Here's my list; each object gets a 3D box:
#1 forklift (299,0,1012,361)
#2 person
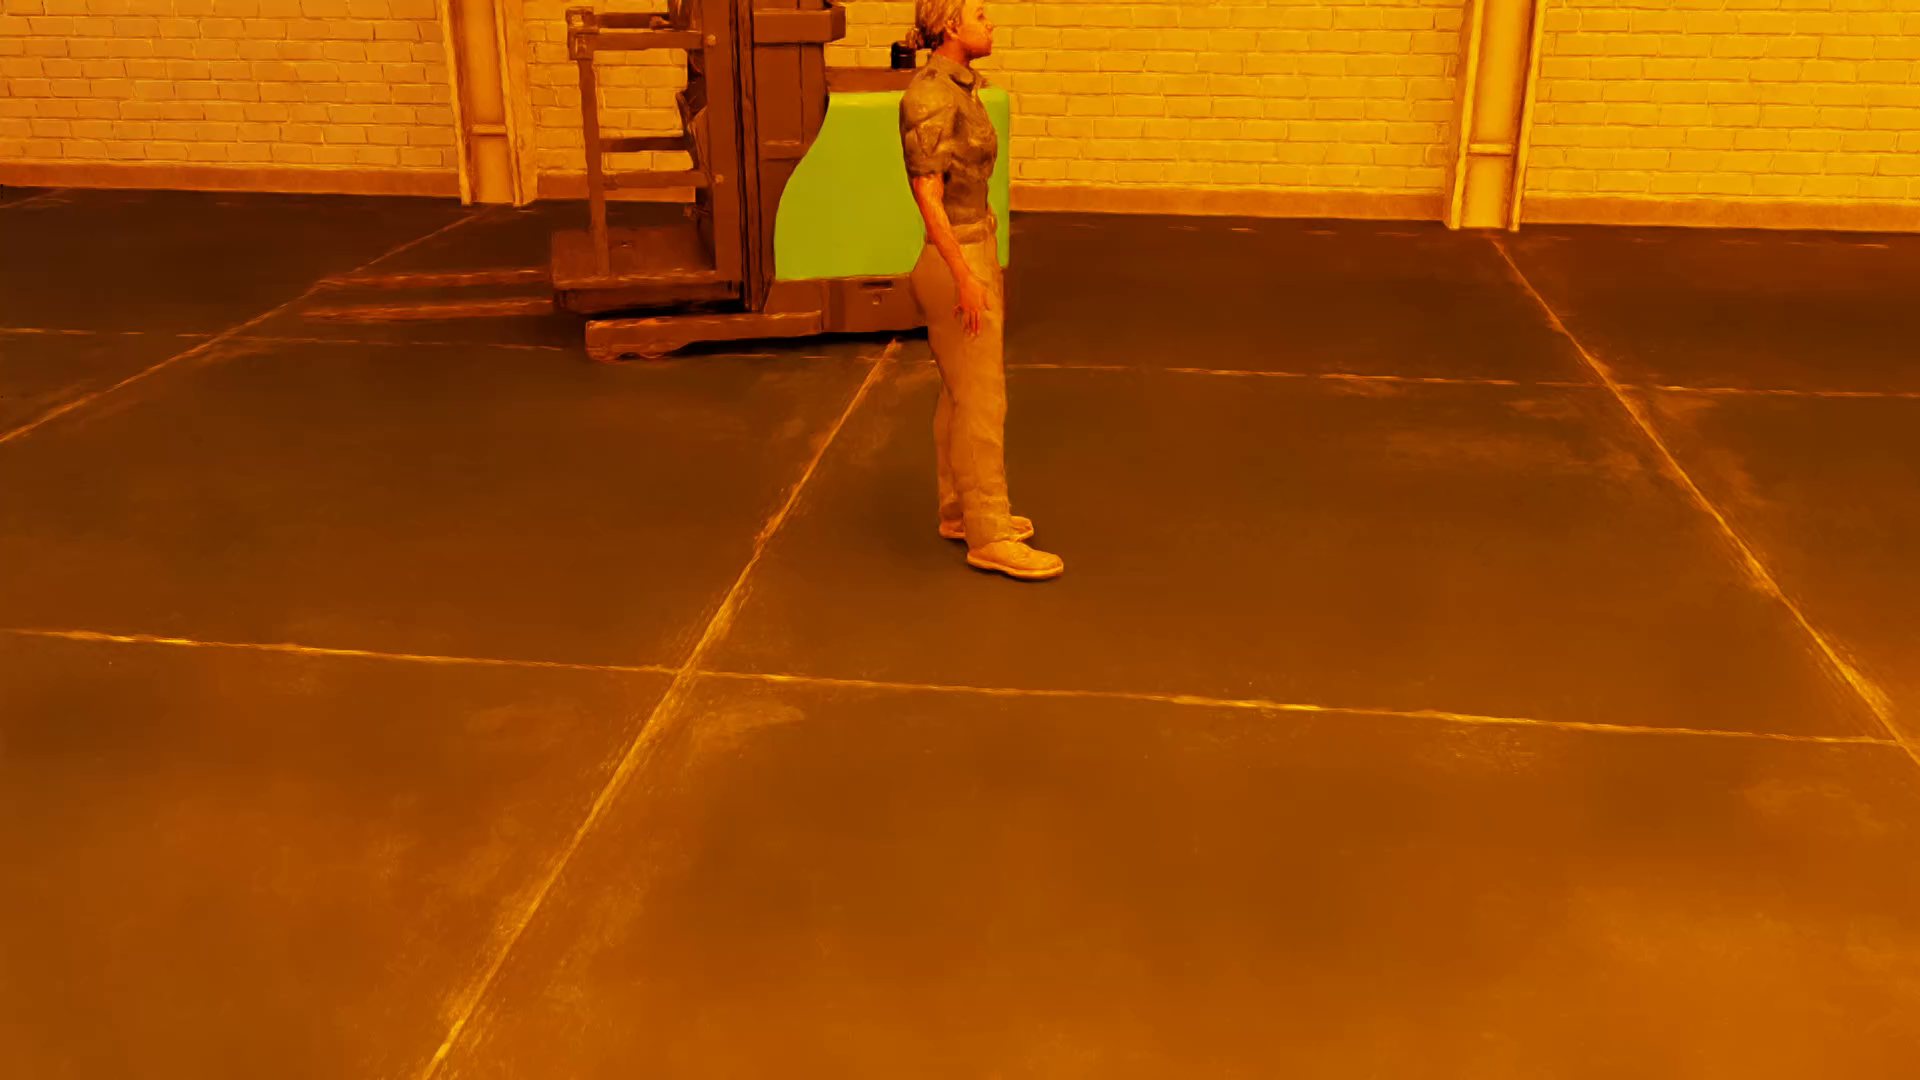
[{"bbox_3d":[-1.343,-2.334,7.049,3.031,2.935,1.130,-5,22,-12],"label":"forklift"},{"bbox_3d":[0.085,-0.756,4.840,0.503,1.641,0.570,3,22,7],"label":"person"}]
